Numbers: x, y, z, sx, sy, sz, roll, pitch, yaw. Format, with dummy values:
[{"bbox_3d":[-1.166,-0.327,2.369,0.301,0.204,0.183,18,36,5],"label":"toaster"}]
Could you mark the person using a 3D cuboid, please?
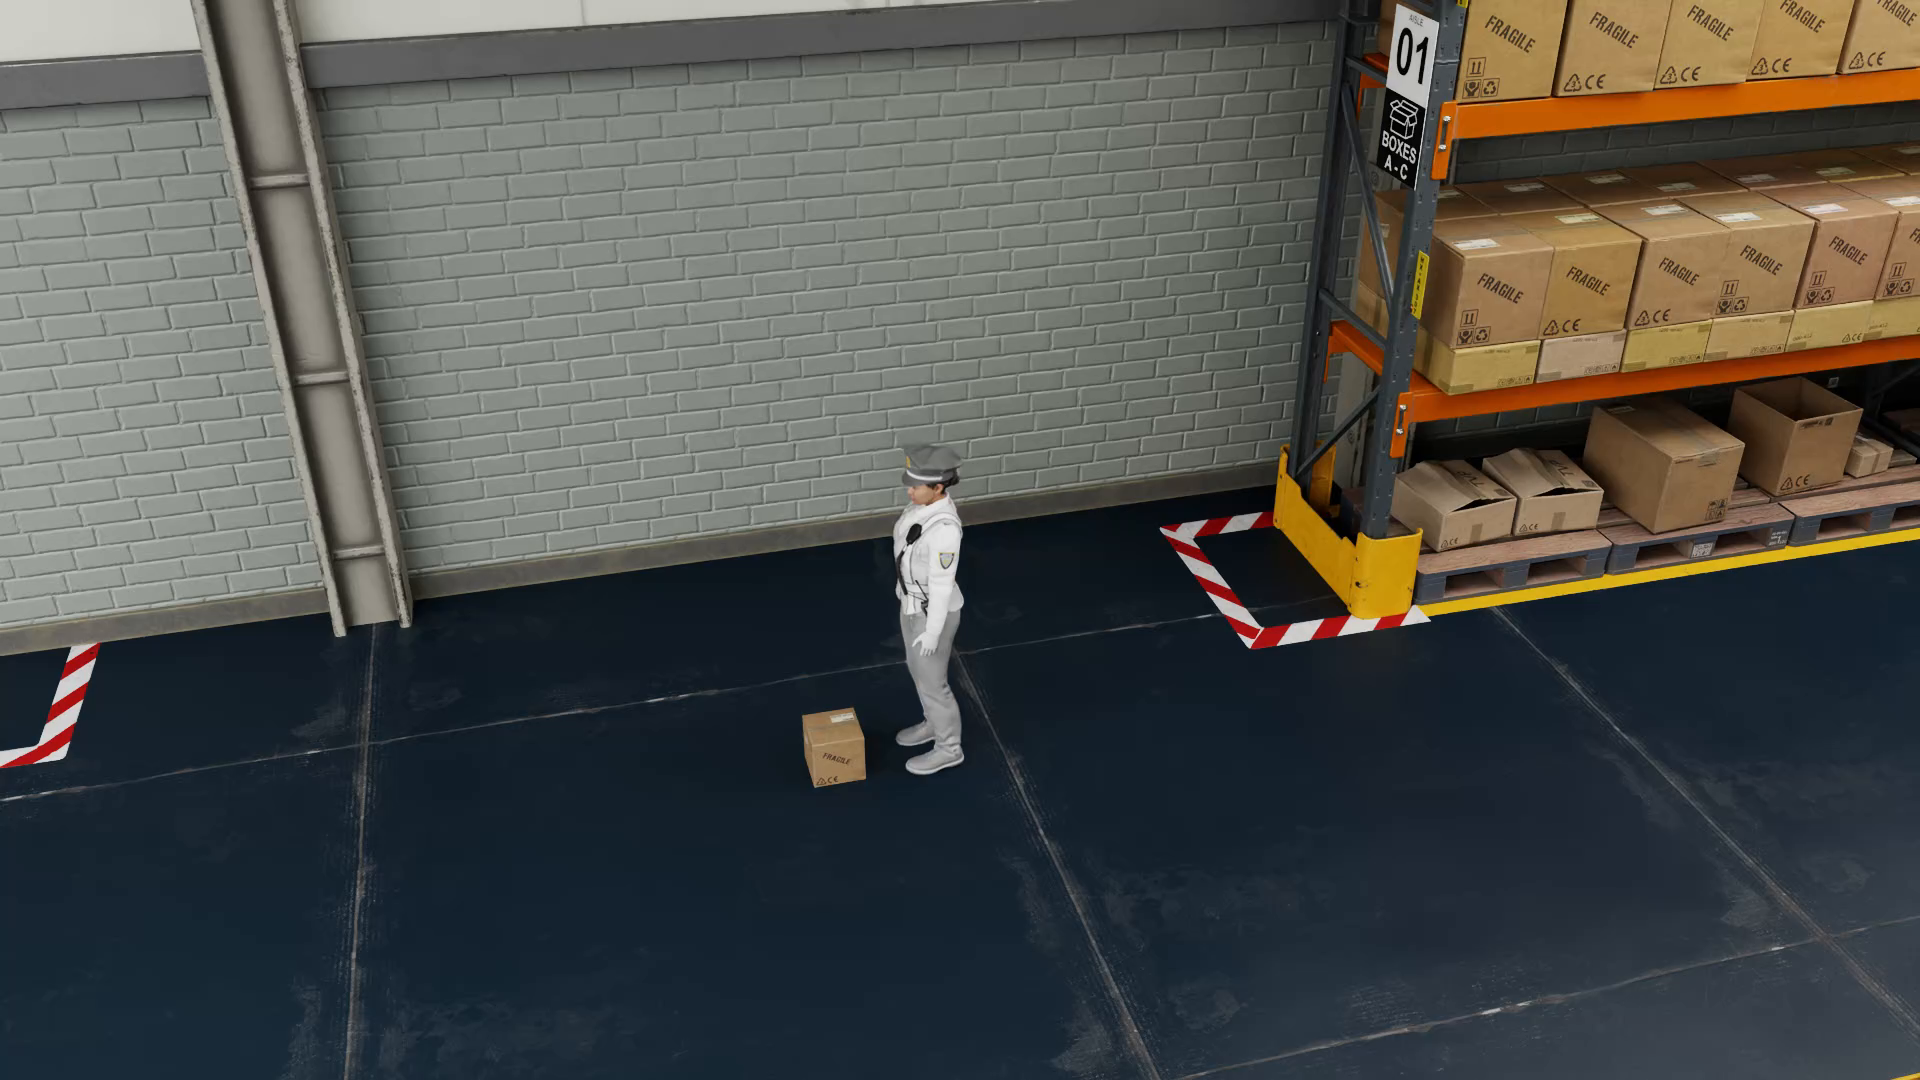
[{"bbox_3d":[-0.153,0.331,7.673,0.329,1.670,0.468,-7,31,-12],"label":"person"}]
